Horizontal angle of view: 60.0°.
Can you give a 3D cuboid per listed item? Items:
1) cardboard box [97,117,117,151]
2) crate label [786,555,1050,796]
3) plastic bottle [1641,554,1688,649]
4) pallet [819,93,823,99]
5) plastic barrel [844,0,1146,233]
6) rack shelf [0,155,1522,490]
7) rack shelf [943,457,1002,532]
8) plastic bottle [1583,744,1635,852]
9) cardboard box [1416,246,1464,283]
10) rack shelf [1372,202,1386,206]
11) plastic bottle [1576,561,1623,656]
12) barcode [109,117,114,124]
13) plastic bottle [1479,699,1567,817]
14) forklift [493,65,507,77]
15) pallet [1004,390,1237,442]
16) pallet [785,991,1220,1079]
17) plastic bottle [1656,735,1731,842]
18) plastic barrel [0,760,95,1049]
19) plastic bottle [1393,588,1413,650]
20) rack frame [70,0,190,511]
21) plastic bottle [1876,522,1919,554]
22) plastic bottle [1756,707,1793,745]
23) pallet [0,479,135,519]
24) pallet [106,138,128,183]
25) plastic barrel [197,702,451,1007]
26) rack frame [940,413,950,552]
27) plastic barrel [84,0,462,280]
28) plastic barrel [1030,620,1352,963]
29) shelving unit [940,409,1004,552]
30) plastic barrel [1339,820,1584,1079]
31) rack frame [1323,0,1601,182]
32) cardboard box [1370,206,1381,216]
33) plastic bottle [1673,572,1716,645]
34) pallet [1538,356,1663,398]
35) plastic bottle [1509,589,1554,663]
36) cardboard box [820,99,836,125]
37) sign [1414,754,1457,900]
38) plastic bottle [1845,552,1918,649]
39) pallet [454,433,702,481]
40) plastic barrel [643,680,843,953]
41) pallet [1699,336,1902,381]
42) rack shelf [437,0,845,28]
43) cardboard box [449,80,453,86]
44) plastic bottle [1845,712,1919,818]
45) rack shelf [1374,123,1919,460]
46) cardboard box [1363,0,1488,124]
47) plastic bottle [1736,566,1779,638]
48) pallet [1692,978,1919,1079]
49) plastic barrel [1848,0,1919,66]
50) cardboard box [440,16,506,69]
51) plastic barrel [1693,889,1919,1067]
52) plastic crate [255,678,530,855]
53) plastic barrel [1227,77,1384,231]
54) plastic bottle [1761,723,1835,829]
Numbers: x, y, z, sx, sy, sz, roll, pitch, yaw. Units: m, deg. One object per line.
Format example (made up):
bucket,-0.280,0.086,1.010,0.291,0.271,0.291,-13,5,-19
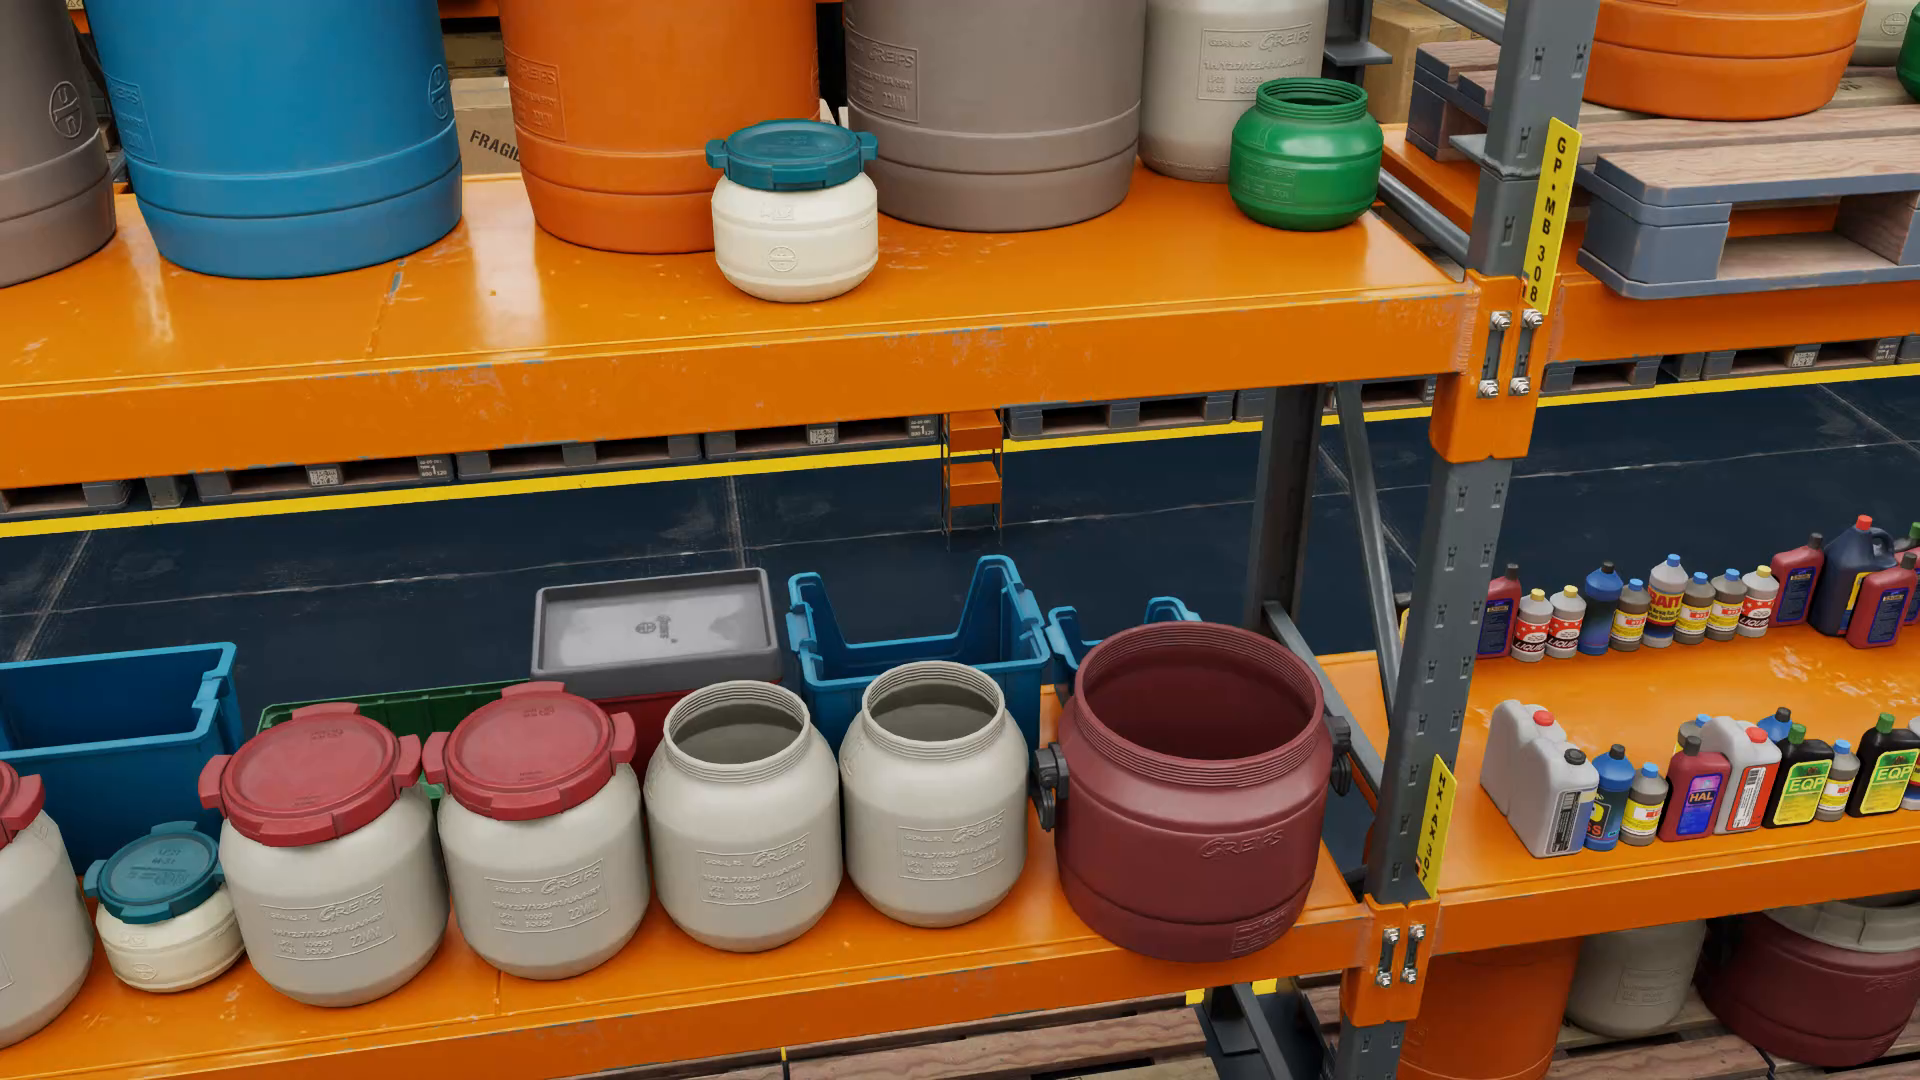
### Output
cardboard box,-6.380,-2.983,12.243,0.250,0.149,0.380,-8,31,-13
crate label,-0.110,0.356,4.150,0.616,0.435,0.502,-5,31,-9
plastic bottle,1.964,0.164,4.639,0.097,0.271,0.097,0,30,0
pallet,-1.638,-3.251,13.071,1.213,0.211,1.003,-5,31,-9
plastic barrel,0.069,-1.127,3.253,0.600,0.901,0.600,0,30,0
rack shelf,-1.052,-0.385,3.195,4.000,0.370,1.077,-5,31,-9
rack shelf,0.053,-0.209,7.638,0.240,0.259,0.215,-5,31,-9
plastic bottle,1.519,0.596,3.904,0.097,0.271,0.097,0,30,0
cardboard box,2.547,-1.257,8.961,0.500,0.500,0.500,-5,31,-8
rack shelf,1.995,-1.927,8.777,4.000,0.370,1.077,-5,31,-9
plastic bottle,1.772,0.181,4.609,0.097,0.271,0.097,0,30,0
barcode,-6.278,-3.113,12.353,0.075,0.075,0.001,-5,31,-9
plastic bottle,1.372,0.515,4.037,0.135,0.276,0.152,-5,31,-9
forklift,-1.827,-2.718,9.480,3.031,2.935,1.130,-6,31,-10
pallet,0.768,-0.901,9.075,1.213,0.211,1.003,-5,31,-9
pallet,0.147,1.669,4.703,1.213,0.211,1.003,-5,31,-9
plastic bottle,1.731,0.580,3.919,0.133,0.283,0.061,-5,31,-9
plastic barrel,-2.038,0.744,3.391,0.433,0.535,0.433,0,30,0
plastic bottle,1.237,0.216,4.538,0.133,0.283,0.061,-5,31,-9
rack frame,-3.907,-1.689,7.663,0.127,3.000,1.000,-5,31,-9
plastic bottle,2.674,0.083,4.765,0.133,0.283,0.061,-5,31,-9
plastic bottle,1.963,0.523,4.028,0.097,0.271,0.097,0,30,0
pallet,-4.697,-0.435,8.282,1.213,0.211,1.003,-5,31,-9
pallet,-6.660,-2.764,12.243,1.213,0.211,1.003,-5,31,-9
plastic barrel,-1.317,0.677,3.505,0.433,0.535,0.433,0,30,0
rack frame,-0.067,-0.446,7.473,0.008,1.050,0.200,-5,31,-9
plastic barrel,-1.271,-1.002,3.041,0.708,0.901,0.600,-5,31,-9
plastic barrel,0.514,0.551,3.720,0.708,0.536,0.600,-5,31,-9
shelving unit,0.053,-0.457,7.492,0.252,1.050,0.215,-5,31,-9
plastic barrel,1.394,1.117,4.618,0.708,0.830,0.600,-5,31,-9
rack frame,0.916,-2.170,2.563,0.127,3.000,1.000,-5,31,-9
cardboard box,1.965,-1.795,9.135,0.500,0.250,0.500,-6,31,-10
plastic bottle,2.059,0.185,4.672,0.097,0.201,0.097,0,30,0
pallet,3.169,-1.124,9.454,1.213,0.211,1.003,-5,31,-9
plastic bottle,1.581,0.229,4.597,0.097,0.201,0.097,0,30,0
cardboard box,-0.887,-2.031,8.332,0.500,0.311,0.500,-6,31,-10
sign,1.022,0.619,3.577,0.005,0.325,0.100,-5,31,-9
plastic bottle,2.569,0.167,4.622,0.133,0.283,0.061,-5,31,-9
pallet,-1.987,-0.687,8.710,1.213,0.211,1.003,-5,31,-9
plastic barrel,-0.472,0.606,3.649,0.421,0.512,0.421,0,30,0
pallet,4.638,-1.279,9.718,1.213,0.211,1.003,-5,31,-9
rack shelf,-2.836,-4.031,12.356,4.000,0.370,1.077,-5,31,-9
cardboard box,-2.631,-1.842,7.825,0.500,0.500,0.500,-3,31,-5
plastic bottle,2.222,0.535,3.996,0.133,0.283,0.061,-5,31,-9
rack shelf,2.883,-0.750,3.816,4.000,0.370,1.077,-5,31,-9
cardboard box,2.235,-2.451,8.447,0.500,0.500,0.700,-13,33,-21
plastic bottle,2.251,0.167,4.703,0.097,0.201,0.097,0,30,0
pallet,2.881,1.415,5.135,1.213,0.211,1.003,-5,31,-9
plastic barrel,1.944,-1.170,3.543,0.301,0.262,0.301,0,30,0
cardboard box,-3.650,-3.711,12.395,0.500,0.250,0.500,-6,31,-10
plastic barrel,2.505,1.118,4.854,0.708,0.588,0.600,-5,31,-9
plastic crate,-1.357,0.573,4.026,0.662,0.188,0.450,-5,31,-9
plastic barrel,0.682,-0.762,3.281,0.294,0.245,0.294,0,30,0
plastic bottle,1.995,0.556,3.960,0.133,0.283,0.061,-5,31,-9
